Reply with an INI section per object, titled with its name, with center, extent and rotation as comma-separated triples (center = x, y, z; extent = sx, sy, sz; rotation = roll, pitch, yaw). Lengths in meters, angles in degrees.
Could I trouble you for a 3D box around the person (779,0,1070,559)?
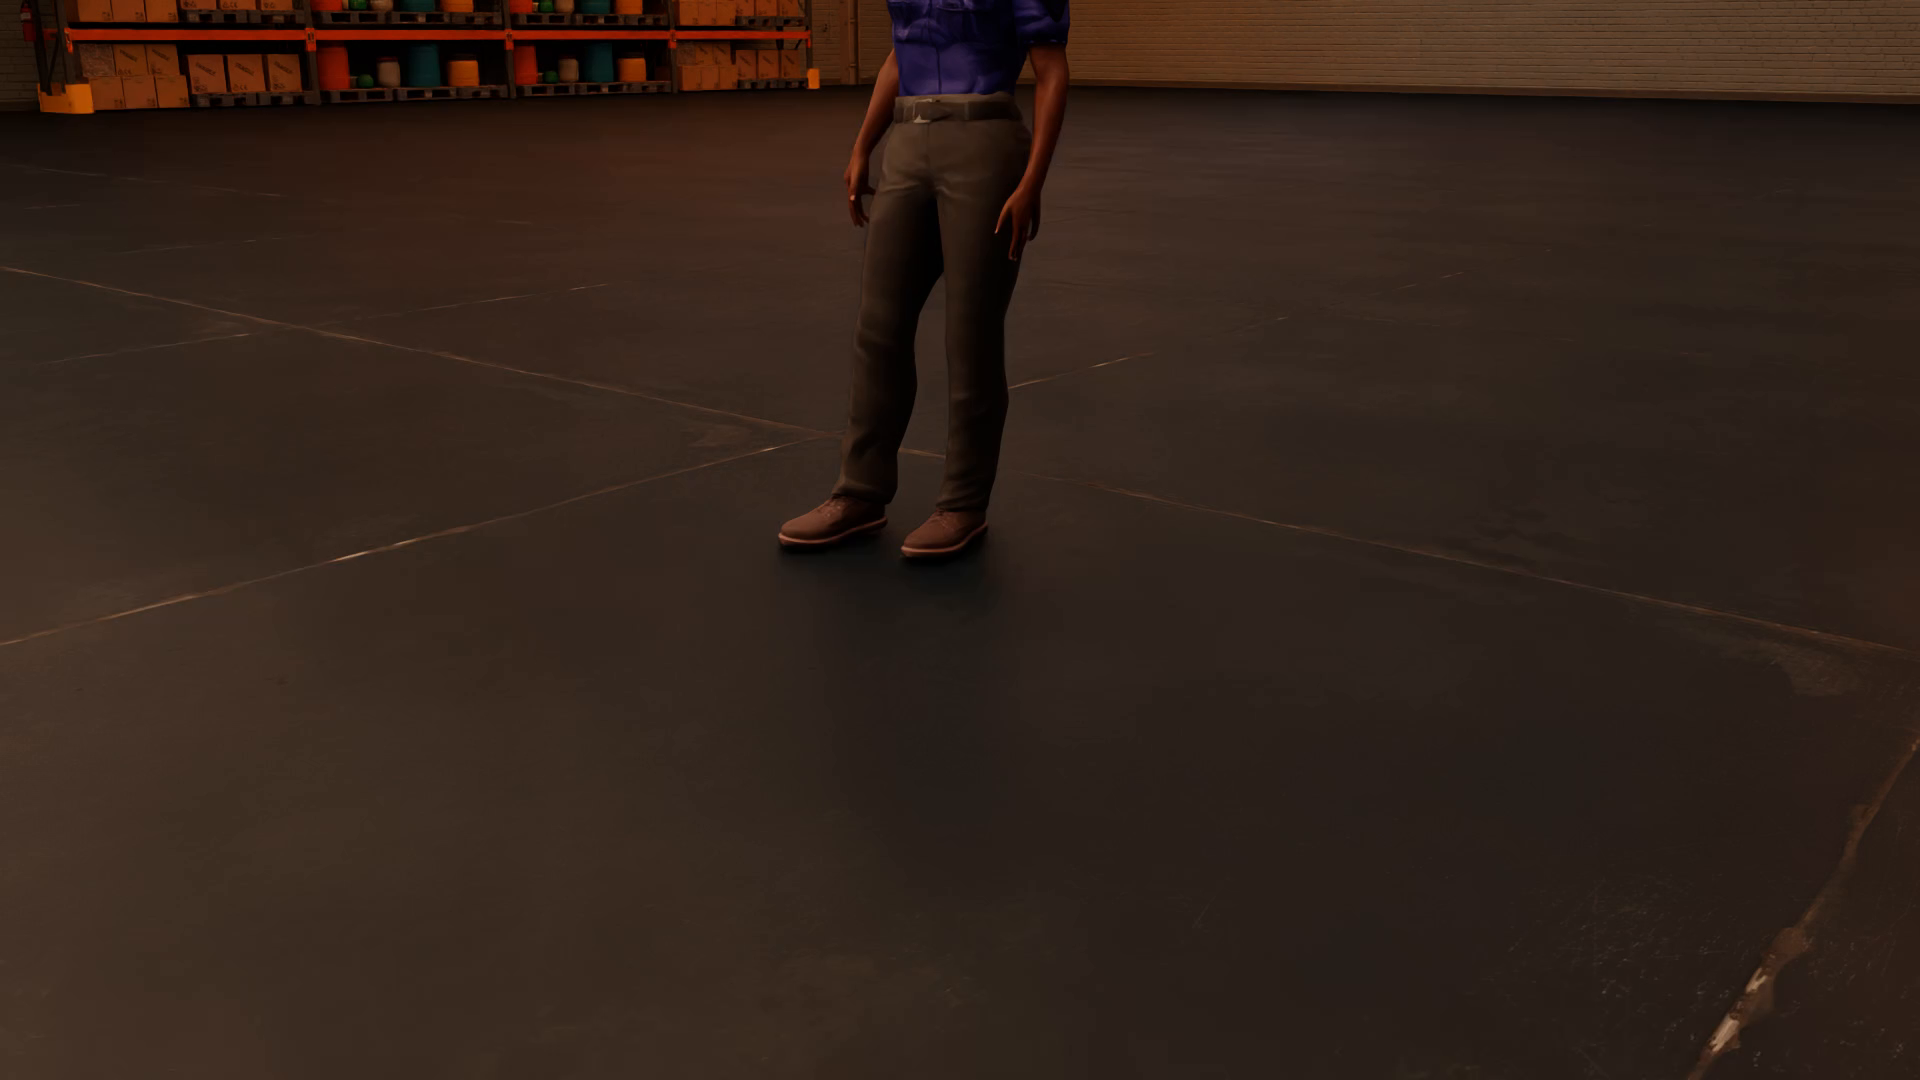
[person]
center = -0.071, -0.782, 3.647
extent = 0.569, 1.654, 0.504
rotation = 13, 21, 37
